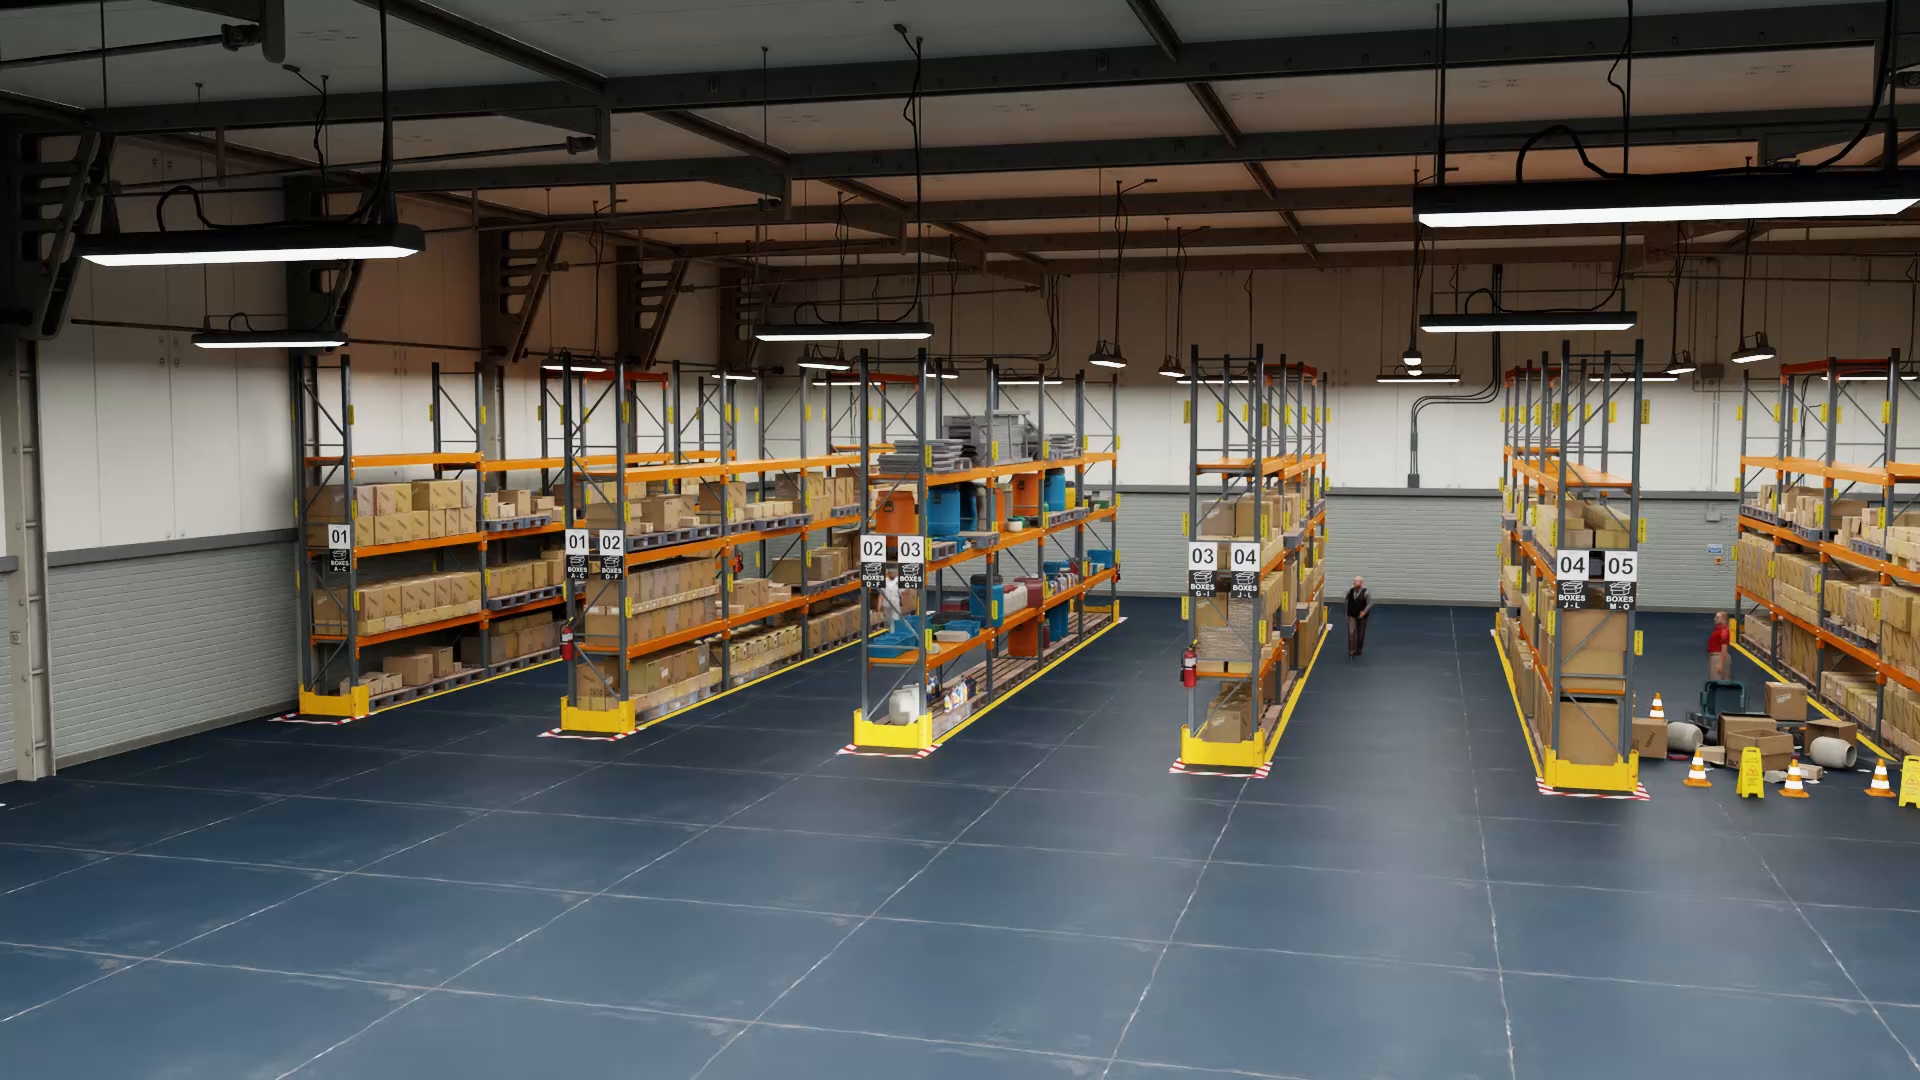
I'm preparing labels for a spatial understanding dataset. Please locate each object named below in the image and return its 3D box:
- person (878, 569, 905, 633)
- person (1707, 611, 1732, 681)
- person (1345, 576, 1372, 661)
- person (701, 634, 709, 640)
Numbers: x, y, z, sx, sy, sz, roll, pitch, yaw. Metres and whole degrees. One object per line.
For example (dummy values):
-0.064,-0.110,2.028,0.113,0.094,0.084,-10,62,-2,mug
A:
-1.509,1.418,36.216,0.531,1.732,1.021,1,5,19,person
12.760,2.056,27.916,0.440,1.731,0.573,4,6,45,person
8.210,1.611,34.267,0.541,1.726,0.940,1,4,15,person
-5.289,1.556,35.058,0.558,1.642,0.519,2,5,23,person
